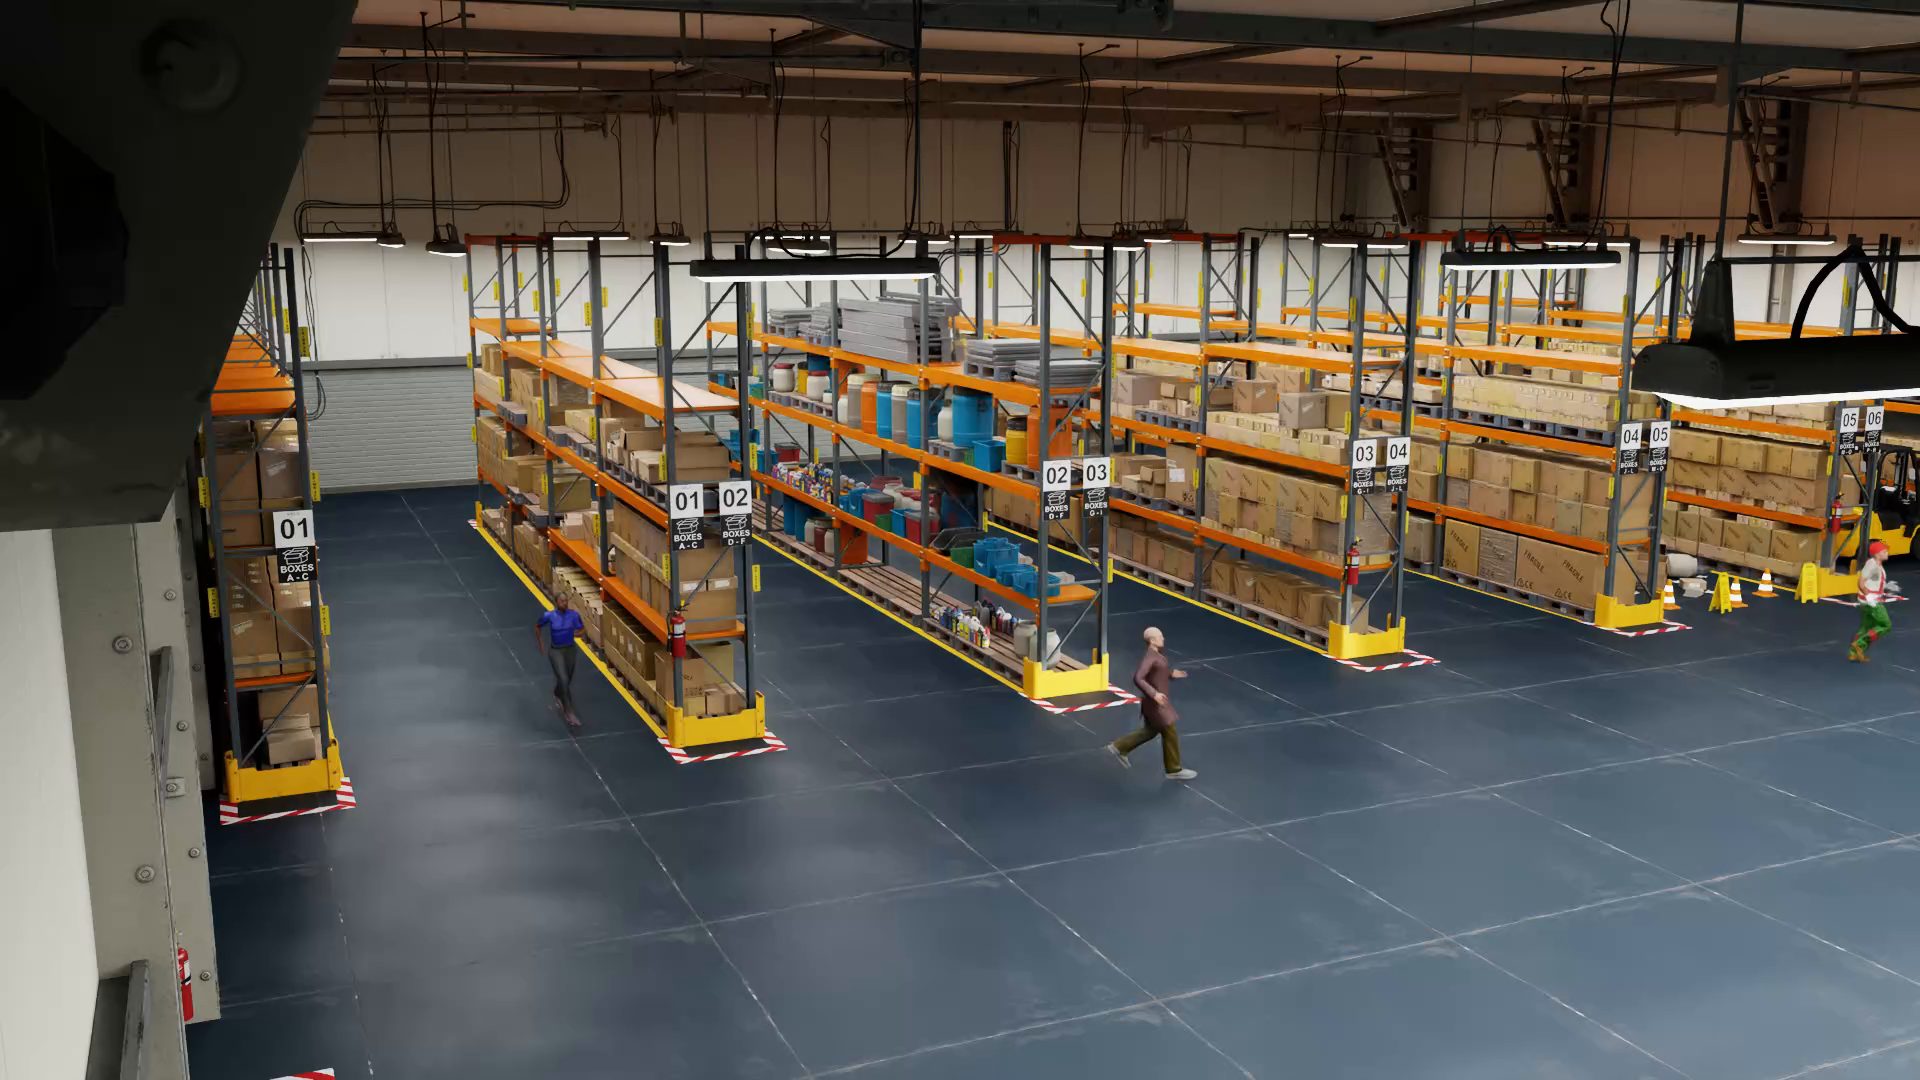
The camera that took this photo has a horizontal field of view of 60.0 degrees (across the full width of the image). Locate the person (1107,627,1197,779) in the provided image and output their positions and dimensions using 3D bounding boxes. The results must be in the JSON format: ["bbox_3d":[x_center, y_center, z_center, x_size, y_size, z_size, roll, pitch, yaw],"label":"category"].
[{"bbox_3d":[2.196,1.847,18.903,1.027,1.755,0.698,1,11,4],"label":"person"}]

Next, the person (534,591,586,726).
[{"bbox_3d":[-5.054,1.454,21.153,0.567,1.661,0.915,-8,13,-35],"label":"person"}]

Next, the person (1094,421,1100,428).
[{"bbox_3d":[3.501,-2.493,41.714,0.632,1.617,0.738,-5,12,-22],"label":"person"}]

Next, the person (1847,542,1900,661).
[{"bbox_3d":[13.172,0.890,23.901,0.601,1.748,0.632,4,12,22],"label":"person"}]
